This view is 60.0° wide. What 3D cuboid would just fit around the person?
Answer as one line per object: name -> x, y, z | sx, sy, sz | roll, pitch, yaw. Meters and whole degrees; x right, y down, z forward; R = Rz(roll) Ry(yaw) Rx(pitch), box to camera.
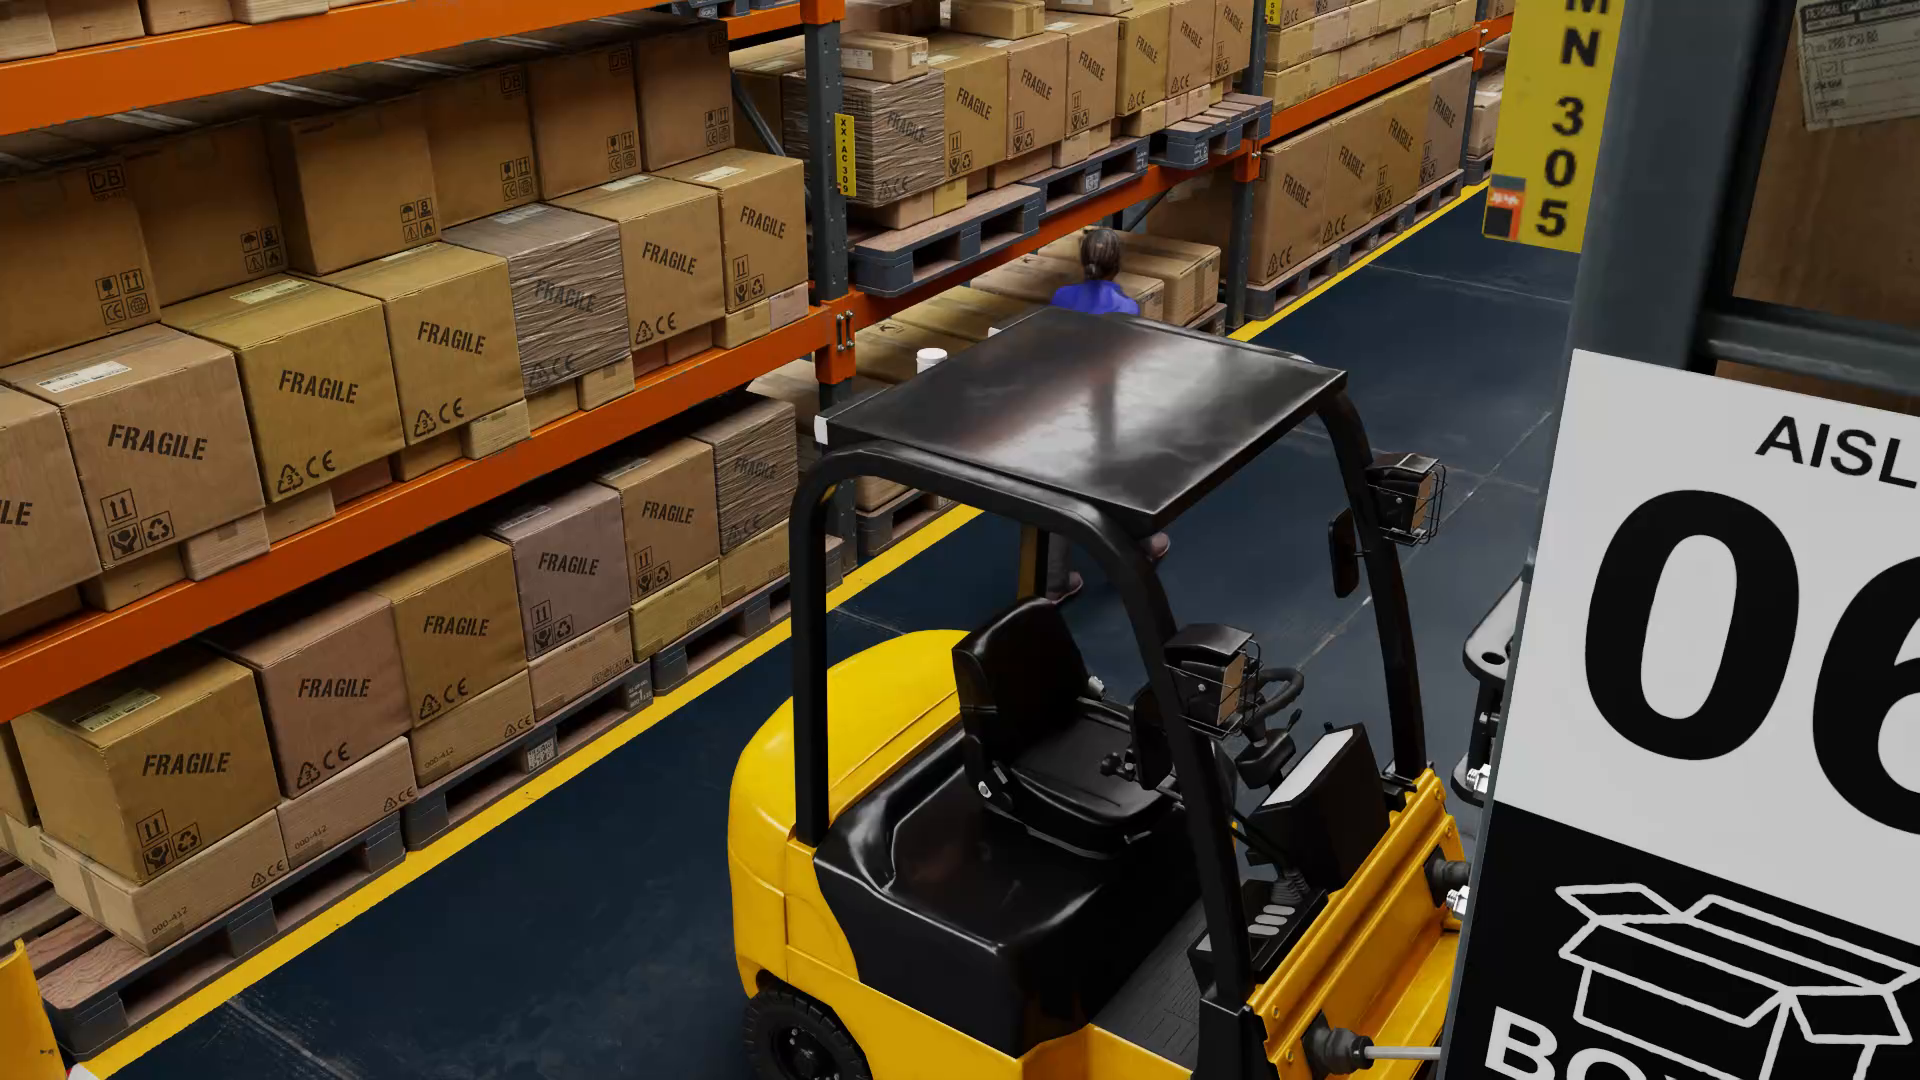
person -> 0.616, -0.568, 7.222 | 0.472, 1.635, 0.788 | 17, 32, 30
